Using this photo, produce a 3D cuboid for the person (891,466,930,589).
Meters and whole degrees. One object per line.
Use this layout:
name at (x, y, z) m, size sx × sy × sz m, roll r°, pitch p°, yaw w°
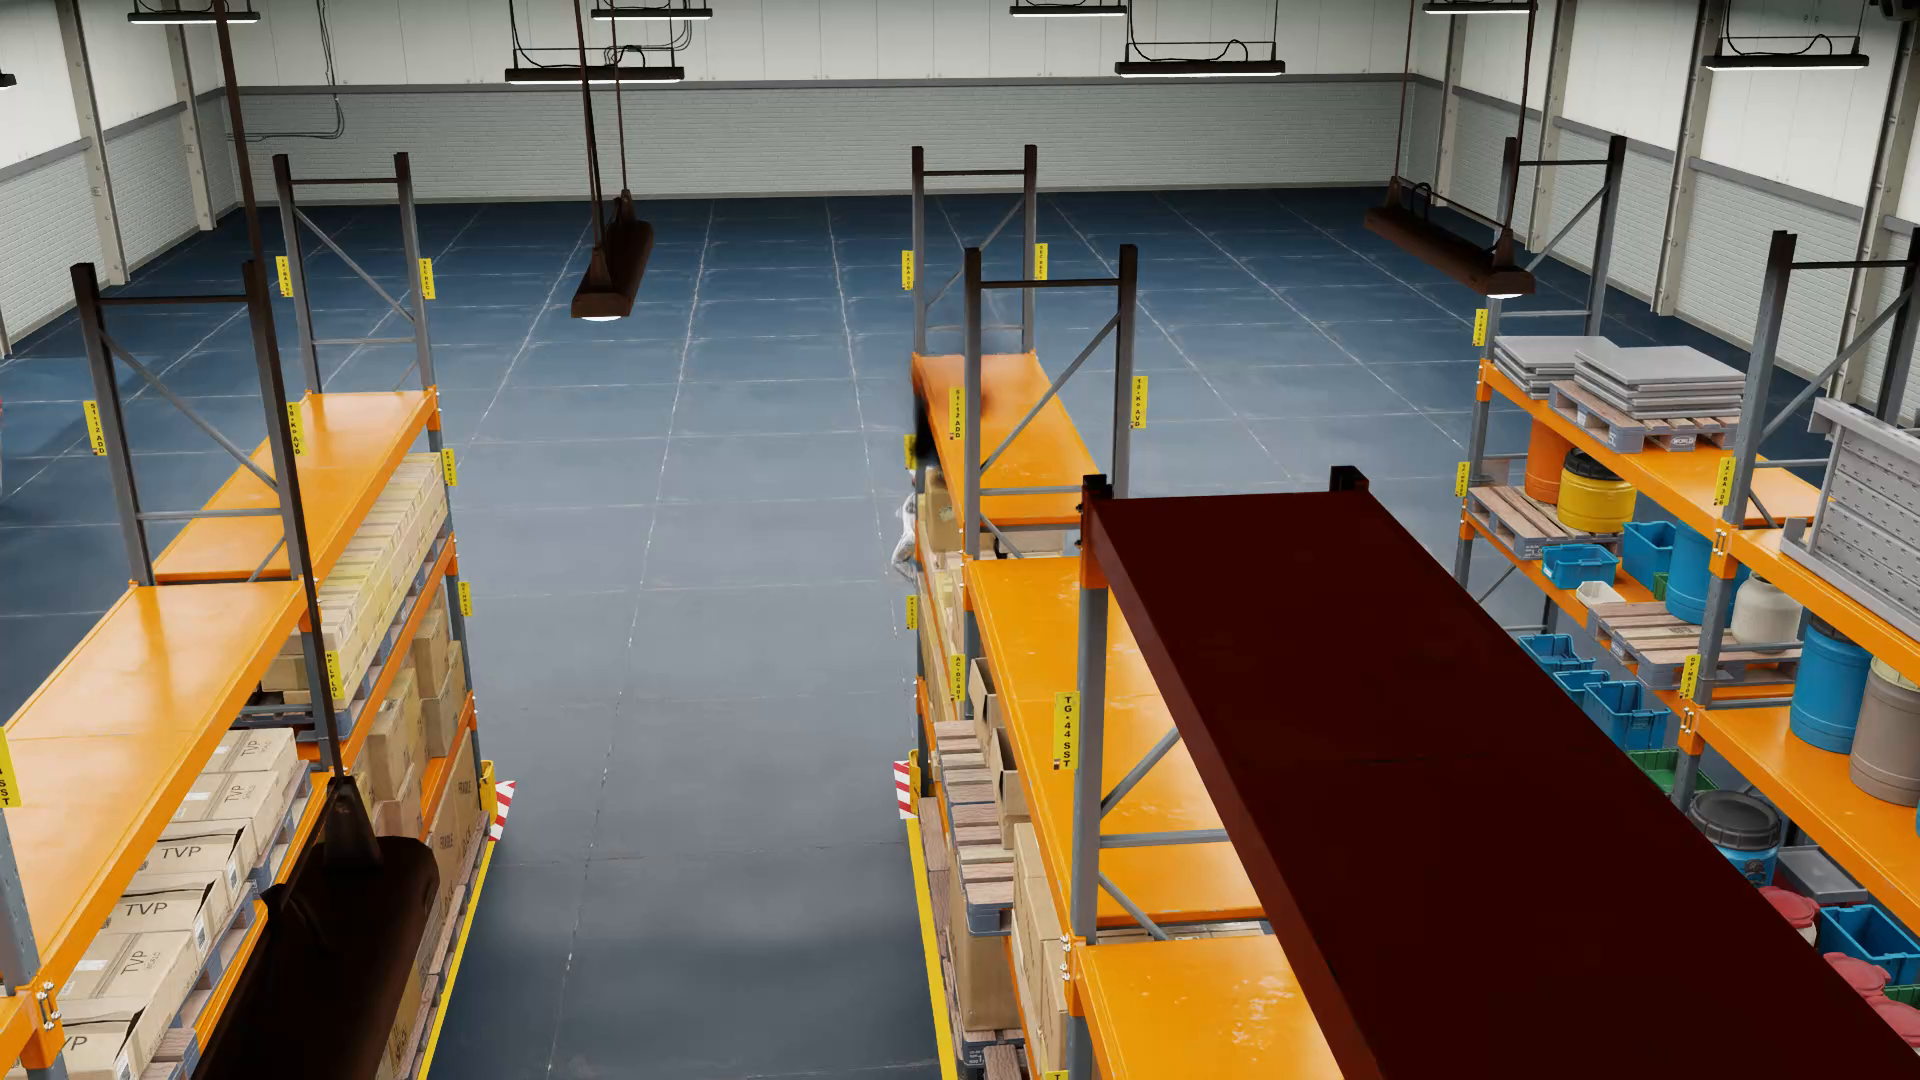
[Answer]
person at (-0.523, -0.059, 19.394) m, size 0.623 × 1.740 × 0.669 m, roll 11°, pitch 24°, yaw 26°
